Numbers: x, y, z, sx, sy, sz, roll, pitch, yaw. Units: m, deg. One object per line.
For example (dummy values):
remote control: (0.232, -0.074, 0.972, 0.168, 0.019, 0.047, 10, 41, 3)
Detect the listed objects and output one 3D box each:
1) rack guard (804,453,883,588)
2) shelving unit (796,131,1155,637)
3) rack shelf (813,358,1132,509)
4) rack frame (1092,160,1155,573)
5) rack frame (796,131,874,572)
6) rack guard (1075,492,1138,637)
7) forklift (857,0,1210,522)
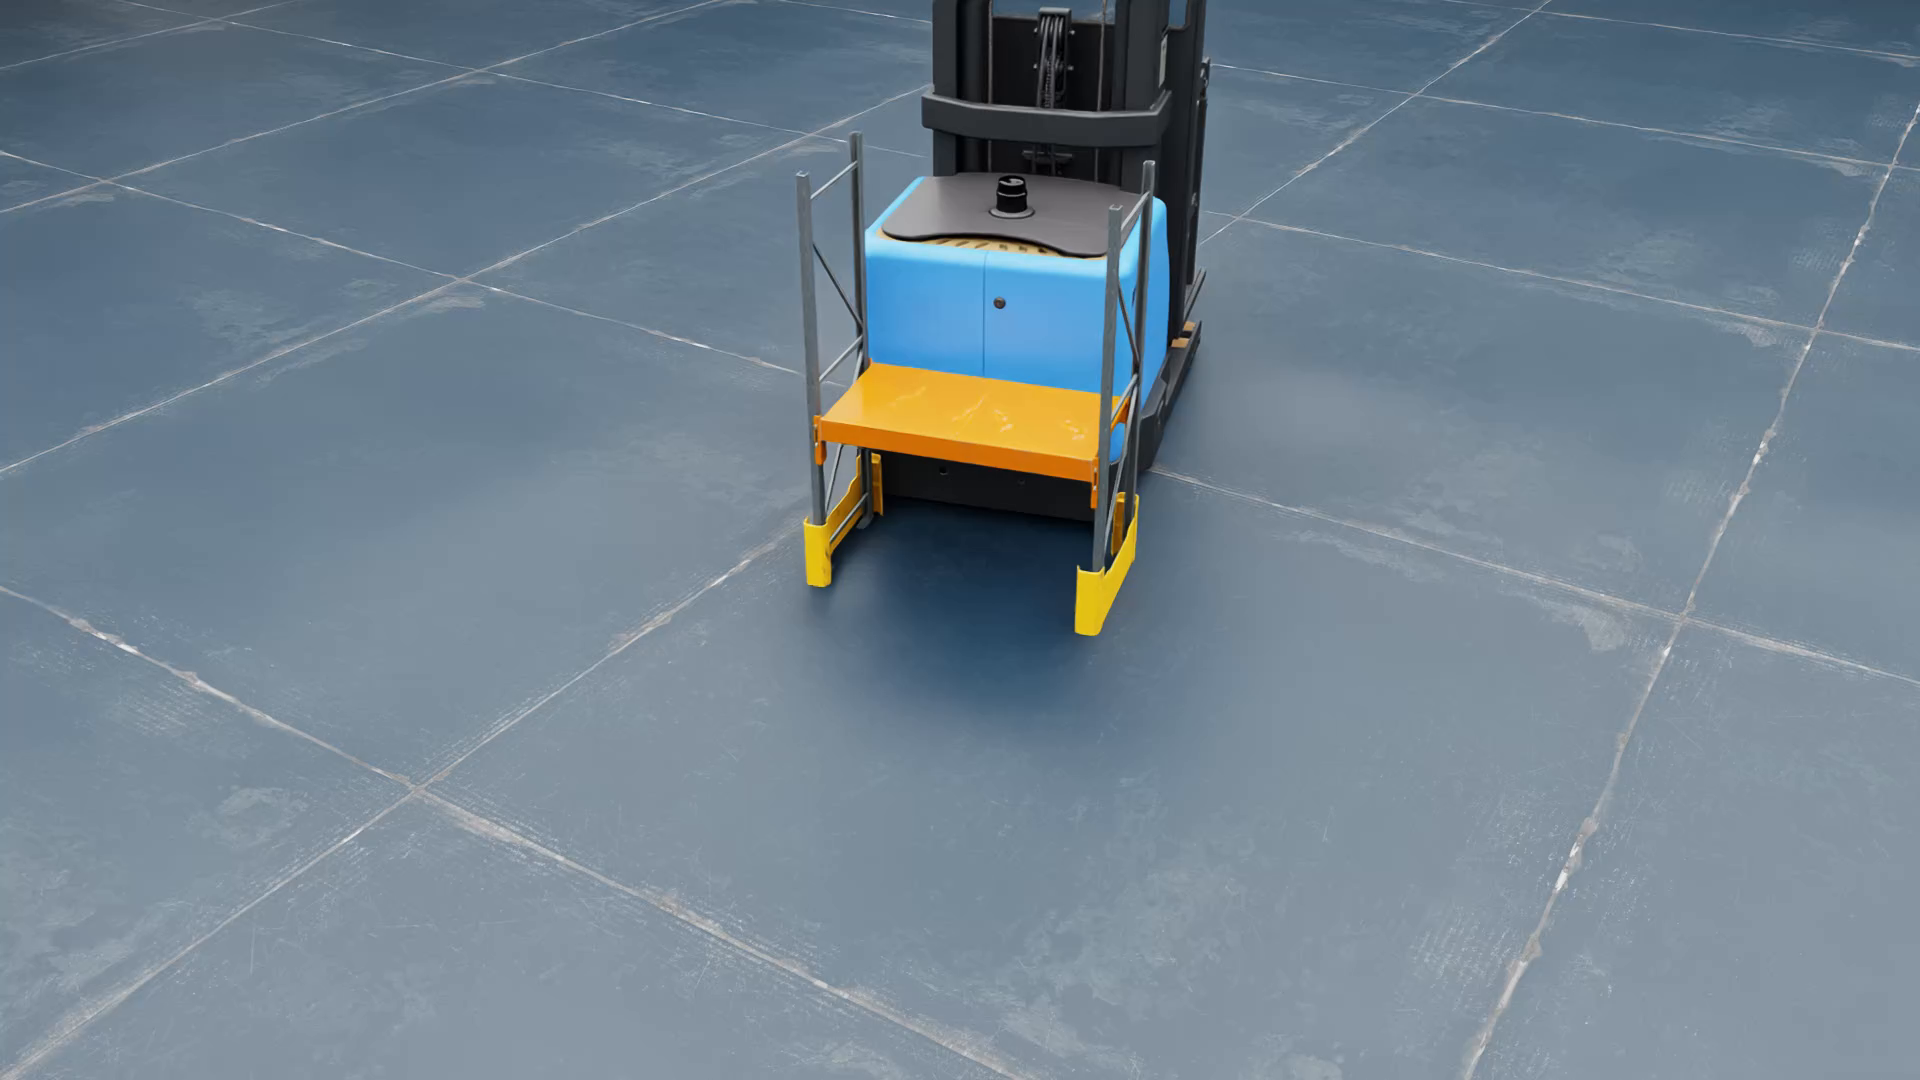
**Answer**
rack guard: (-0.425, -0.081, 6.141, 0.087, 0.250, 0.587, 10, 32, 16)
shelving unit: (0.048, -0.541, 5.689, 1.083, 1.500, 0.587, 10, 32, 16)
rack shelf: (0.056, -0.384, 5.778, 1.000, 0.185, 0.538, 10, 32, 16)
rack frame: (0.539, -0.459, 5.548, 0.032, 1.500, 0.500, 10, 32, 16)
rack frame: (-0.426, -0.621, 5.826, 0.032, 1.500, 0.500, 10, 32, 16)
rack guard: (0.520, 0.078, 5.868, 0.087, 0.250, 0.587, 10, 32, 16)
forklift: (0.492, -2.063, 6.877, 1.130, 2.935, 3.031, 8, 31, 13)
